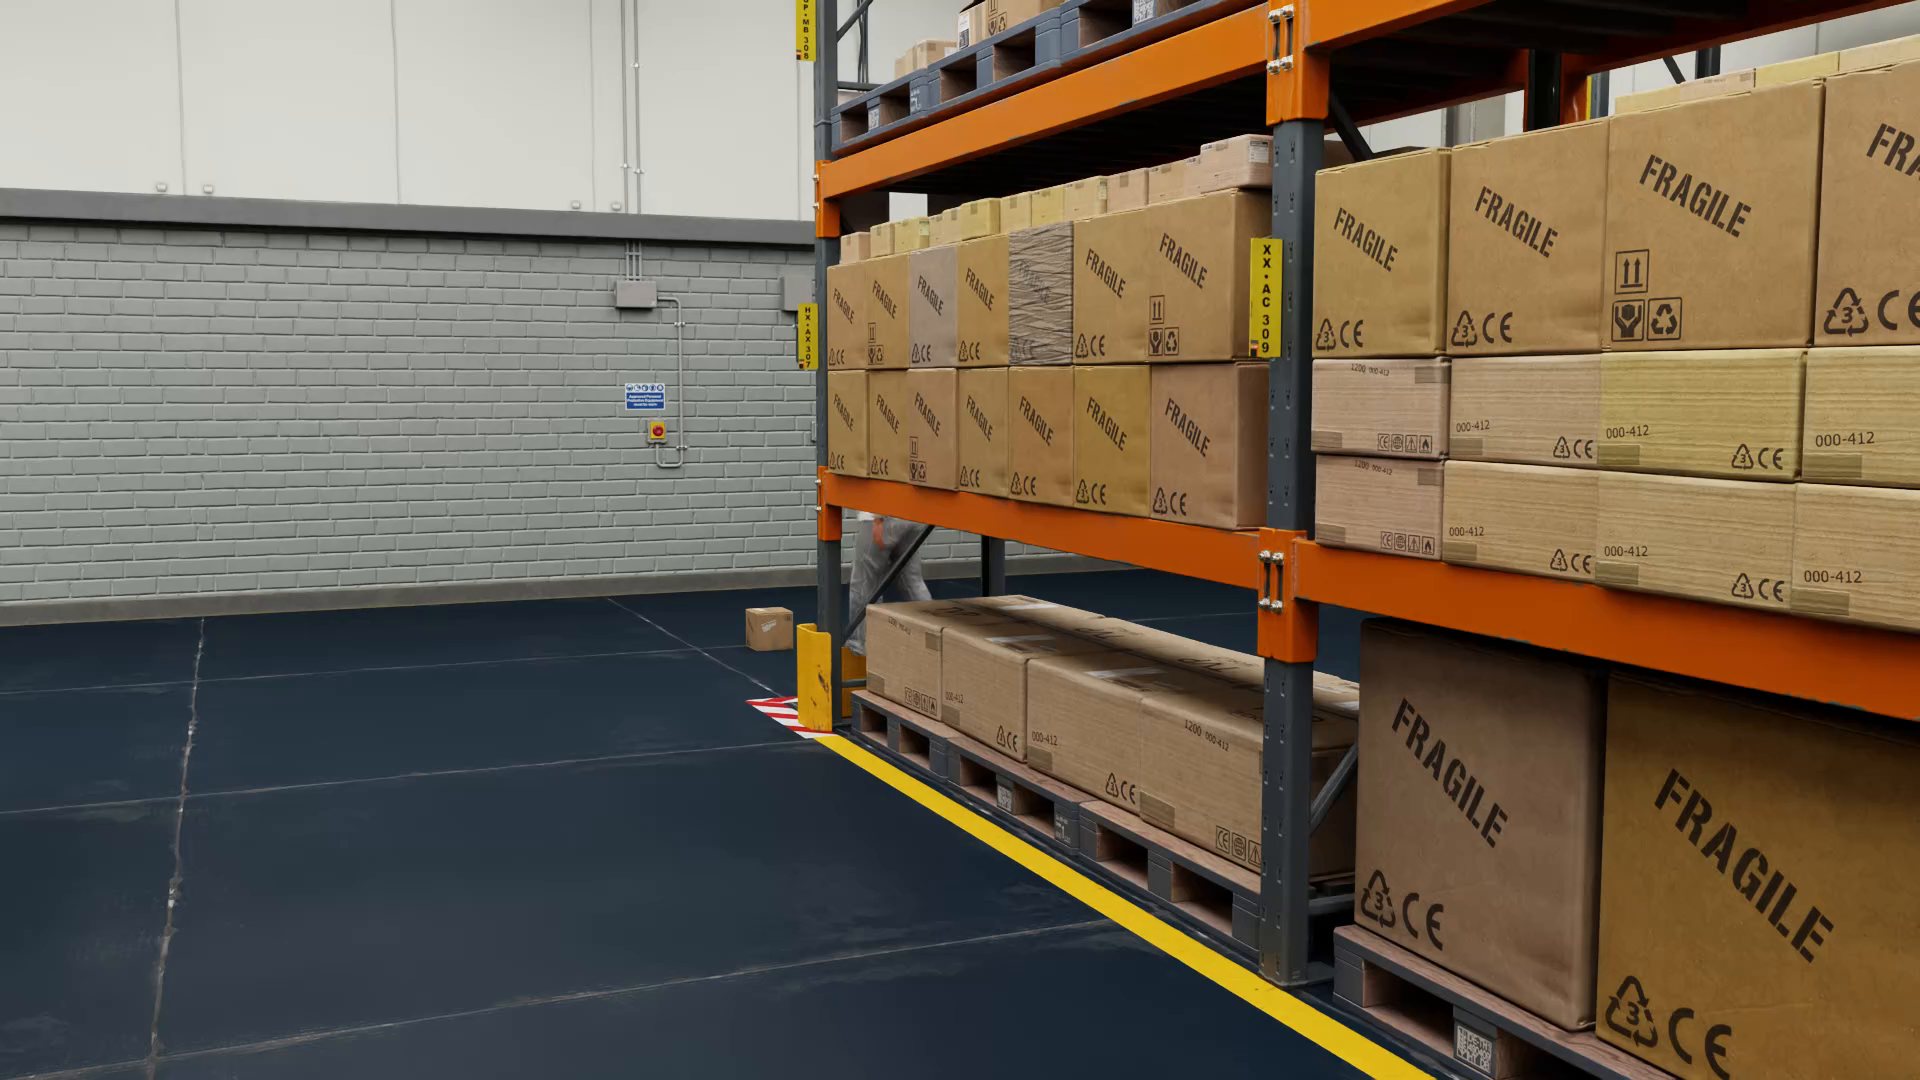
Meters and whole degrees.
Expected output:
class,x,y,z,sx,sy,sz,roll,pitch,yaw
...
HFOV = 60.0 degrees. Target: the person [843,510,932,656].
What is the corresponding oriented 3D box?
class,x,y,z,sx,sy,sz,roll,pitch,yaw
person,-0.443,-0.103,10.229,0.741,1.781,0.551,3,6,26
